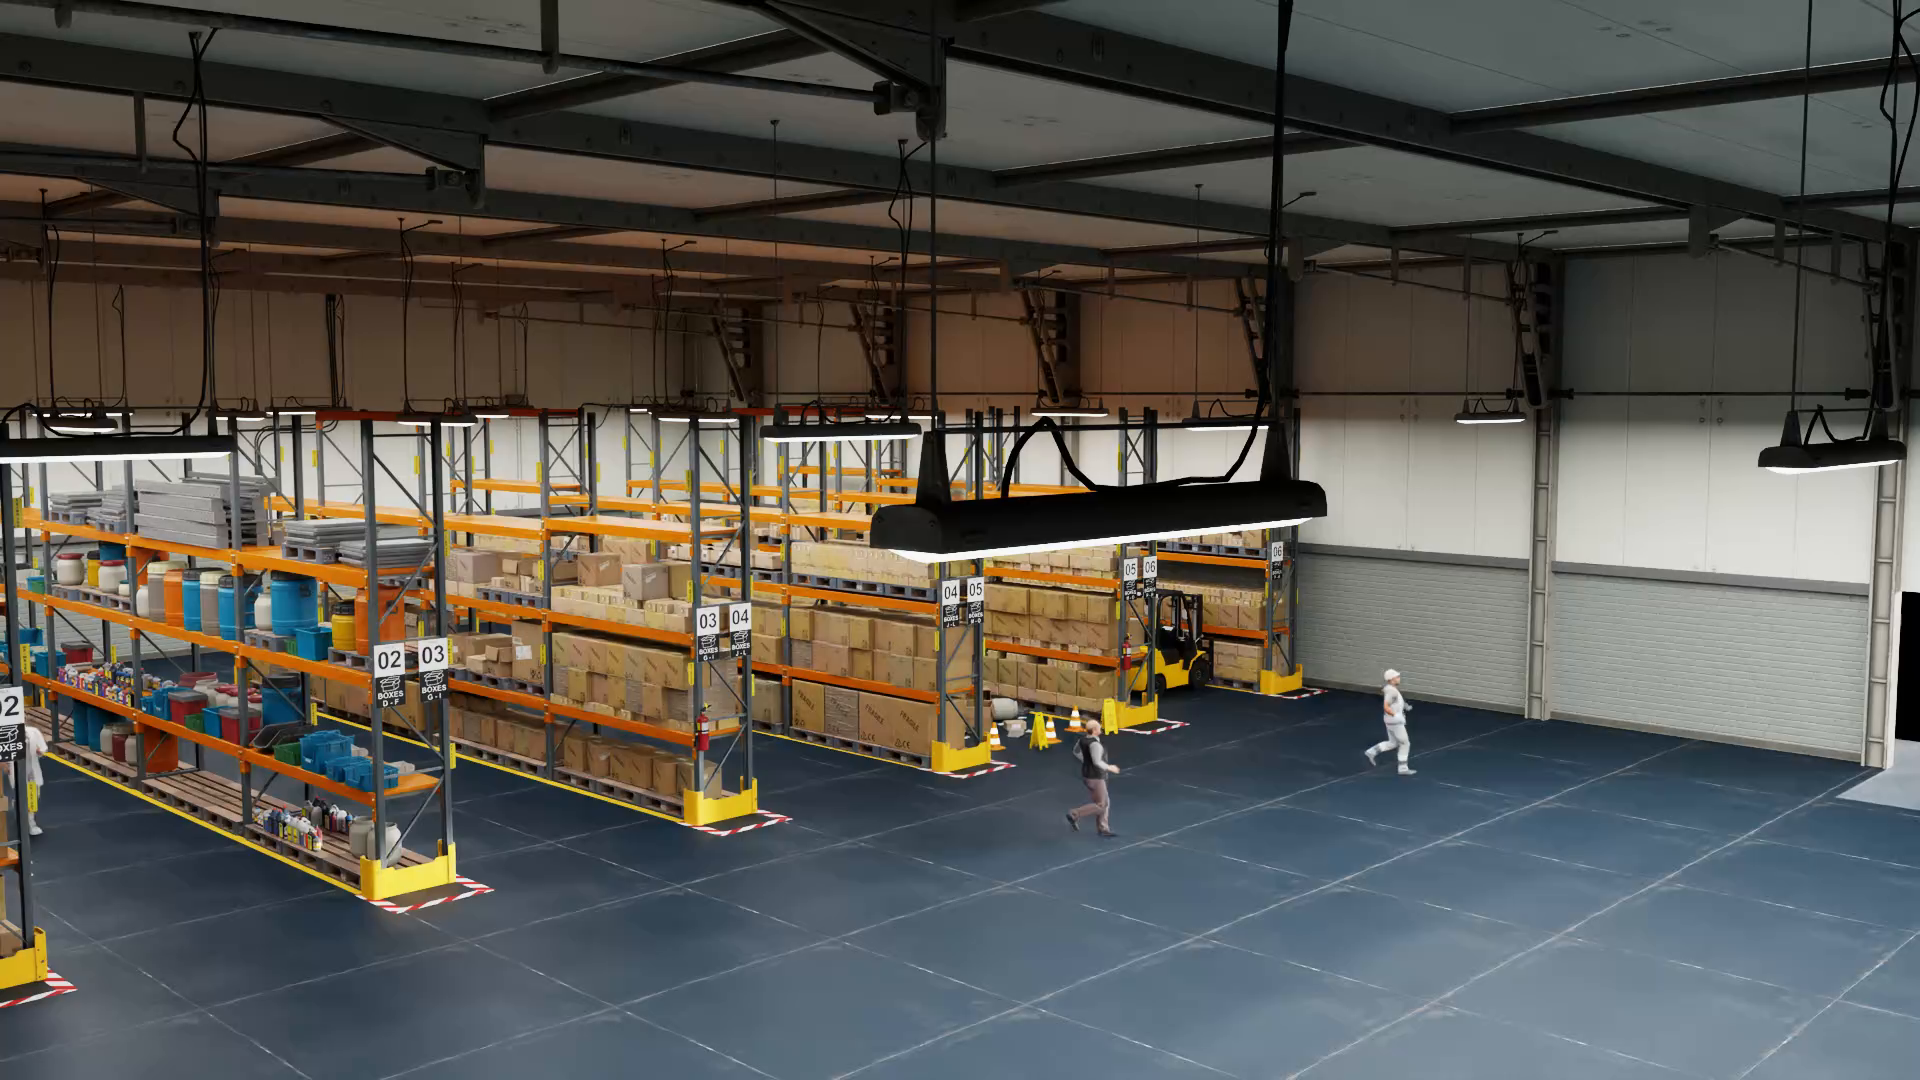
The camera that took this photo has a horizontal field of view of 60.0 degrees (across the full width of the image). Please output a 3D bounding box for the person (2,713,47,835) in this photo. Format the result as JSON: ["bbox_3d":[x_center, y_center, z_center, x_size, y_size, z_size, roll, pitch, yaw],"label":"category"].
[{"bbox_3d":[-13.506,3.332,23.948,0.964,1.751,0.720,3,6,35],"label":"person"}]

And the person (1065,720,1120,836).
[{"bbox_3d":[1.870,3.399,23.619,0.831,1.707,0.670,-1,5,-15],"label":"person"}]

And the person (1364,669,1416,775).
[{"bbox_3d":[7.148,3.017,27.553,0.849,1.757,0.668,1,5,7],"label":"person"}]
